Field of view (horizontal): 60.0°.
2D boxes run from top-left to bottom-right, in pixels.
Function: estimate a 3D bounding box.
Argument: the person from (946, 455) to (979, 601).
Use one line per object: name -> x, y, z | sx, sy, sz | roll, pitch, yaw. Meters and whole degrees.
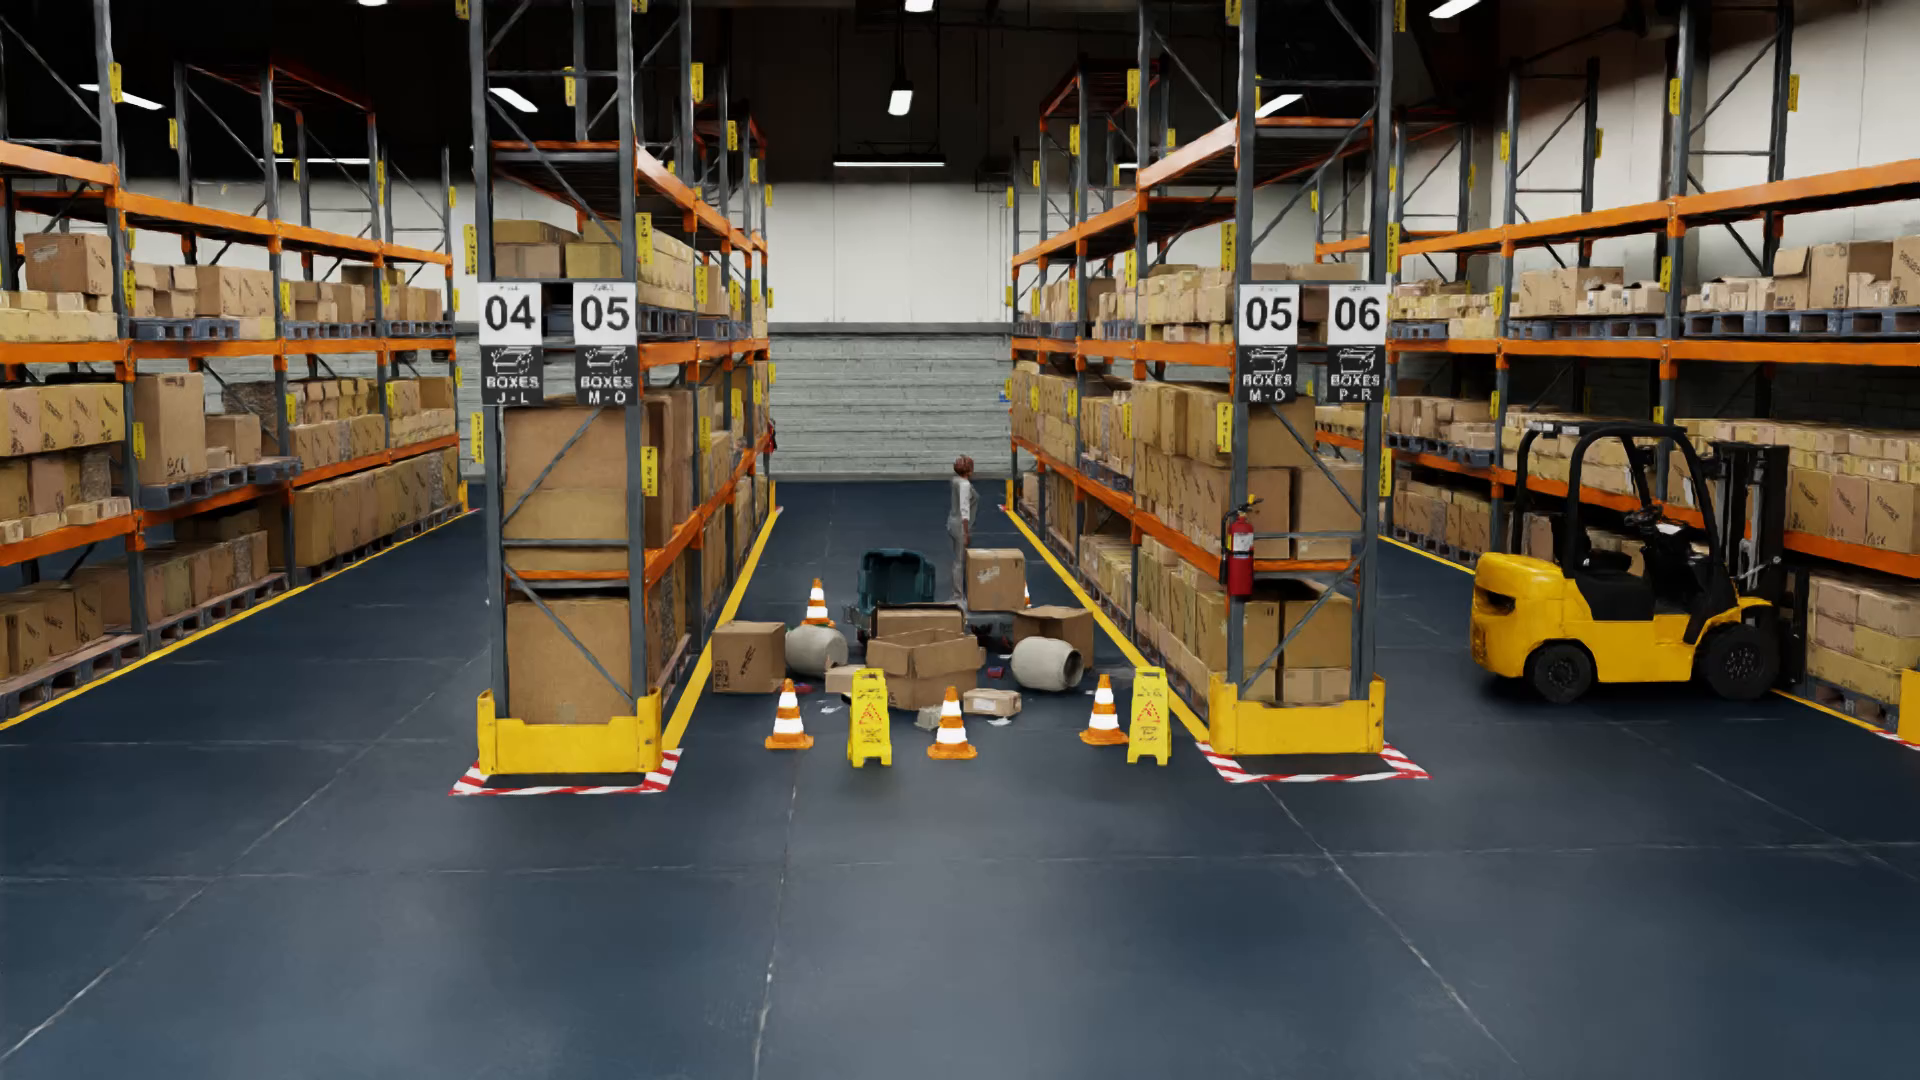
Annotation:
person -> 0.031, -0.087, 17.300 | 0.337, 1.605, 0.467 | -1, 7, -12
